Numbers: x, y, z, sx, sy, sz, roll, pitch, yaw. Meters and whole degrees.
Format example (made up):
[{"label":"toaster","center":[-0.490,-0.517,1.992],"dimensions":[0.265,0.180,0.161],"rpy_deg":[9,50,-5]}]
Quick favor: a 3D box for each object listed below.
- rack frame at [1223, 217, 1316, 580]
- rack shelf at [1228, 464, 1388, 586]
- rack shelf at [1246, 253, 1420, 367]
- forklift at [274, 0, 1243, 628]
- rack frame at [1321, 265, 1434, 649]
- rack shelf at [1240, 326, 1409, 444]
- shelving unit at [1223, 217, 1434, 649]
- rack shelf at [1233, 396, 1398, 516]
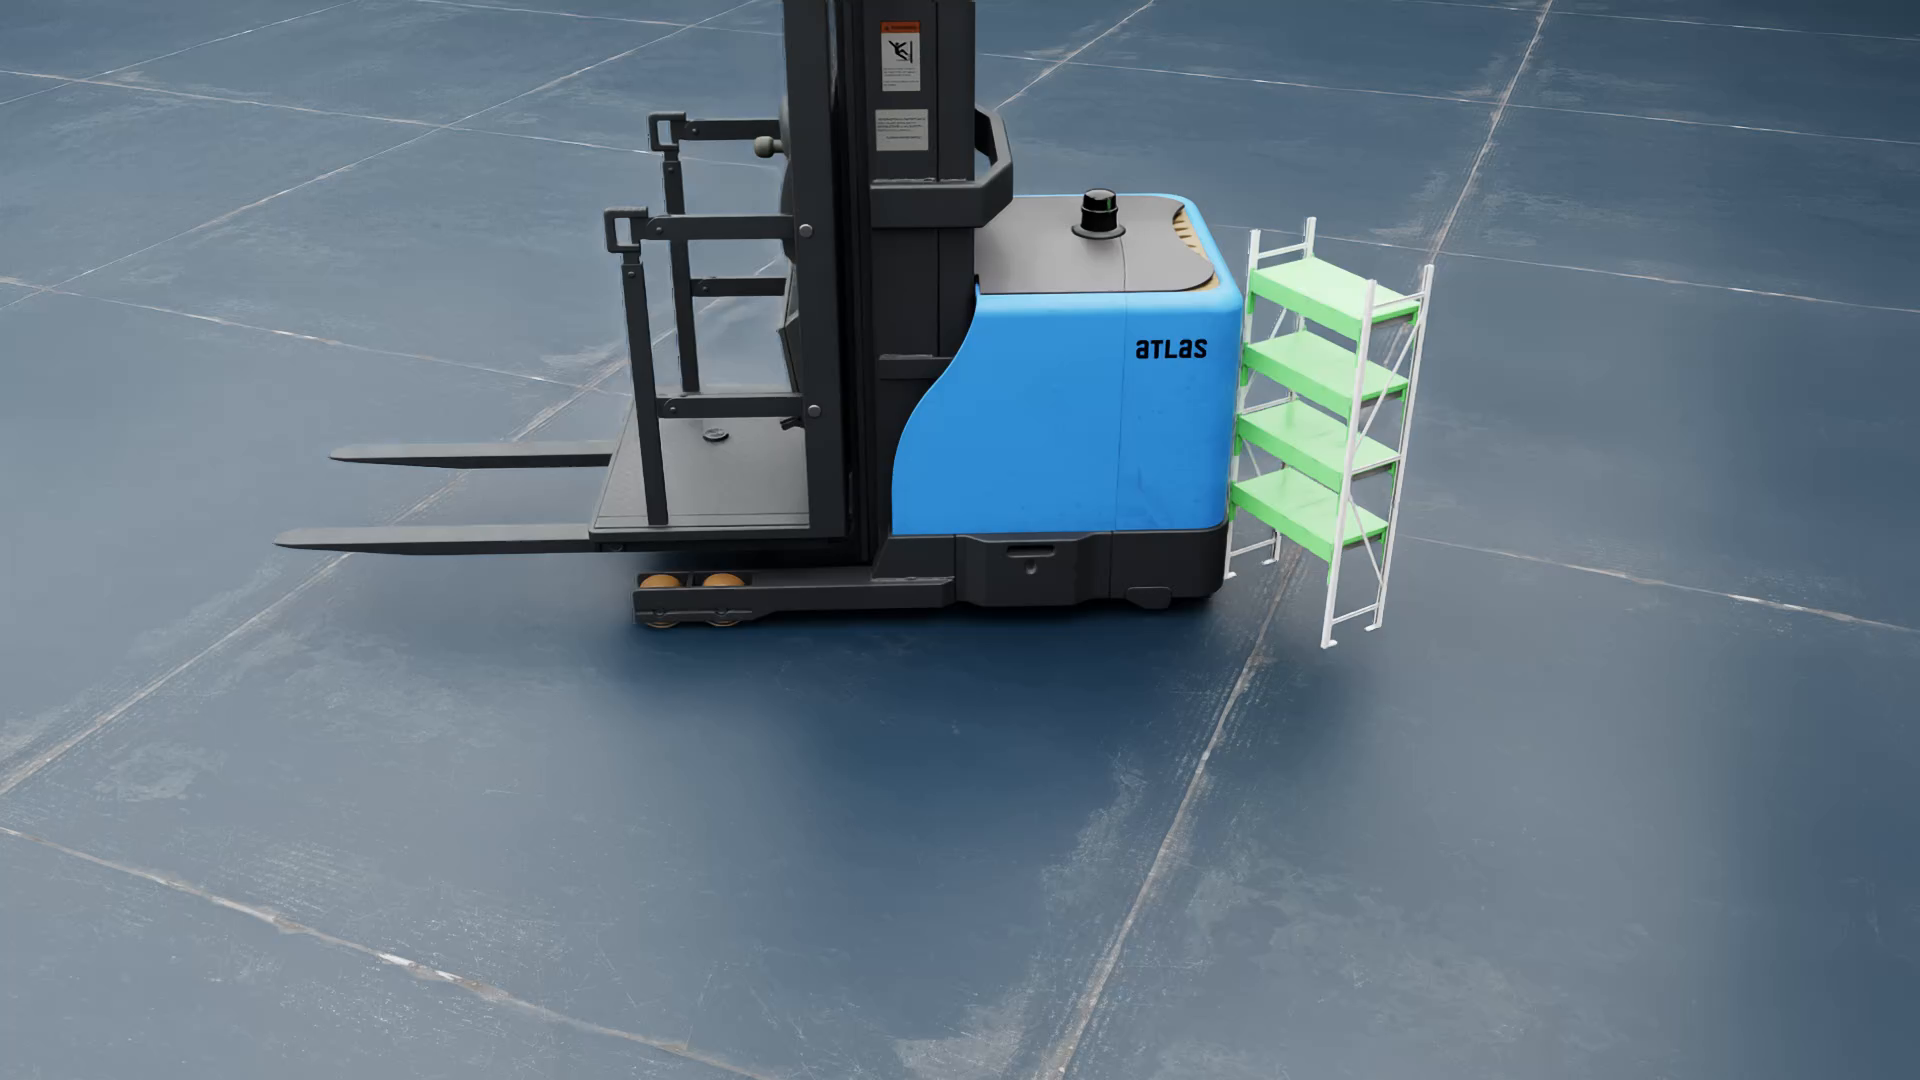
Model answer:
[{"label":"rack frame","center":[0.972,-0.424,5.281],"dimensions":[0.240,1.200,0.015],"rpy_deg":[-17,34,-27]},{"label":"rack shelf","center":[1.100,-0.057,5.250],"dimensions":[0.258,0.148,0.480],"rpy_deg":[-17,34,-27]},{"label":"rack shelf","center":[1.100,-0.684,4.895],"dimensions":[0.258,0.148,0.480],"rpy_deg":[-17,34,-27]},{"label":"forklift","center":[-0.681,-1.263,5.007],"dimensions":[3.031,2.935,1.130],"rpy_deg":[-1,29,-2]},{"label":"rack frame","center":[1.227,-0.220,4.919],"dimensions":[0.240,1.200,0.015],"rpy_deg":[-17,34,-27]},{"label":"rack shelf","center":[1.100,-0.475,5.014],"dimensions":[0.258,0.148,0.480],"rpy_deg":[-17,34,-27]},{"label":"shelving unit","center":[1.100,-0.322,5.100],"dimensions":[0.258,1.200,0.503],"rpy_deg":[-17,34,-27]},{"label":"rack shelf","center":[1.100,-0.266,5.132],"dimensions":[0.258,0.148,0.480],"rpy_deg":[-17,34,-27]}]
